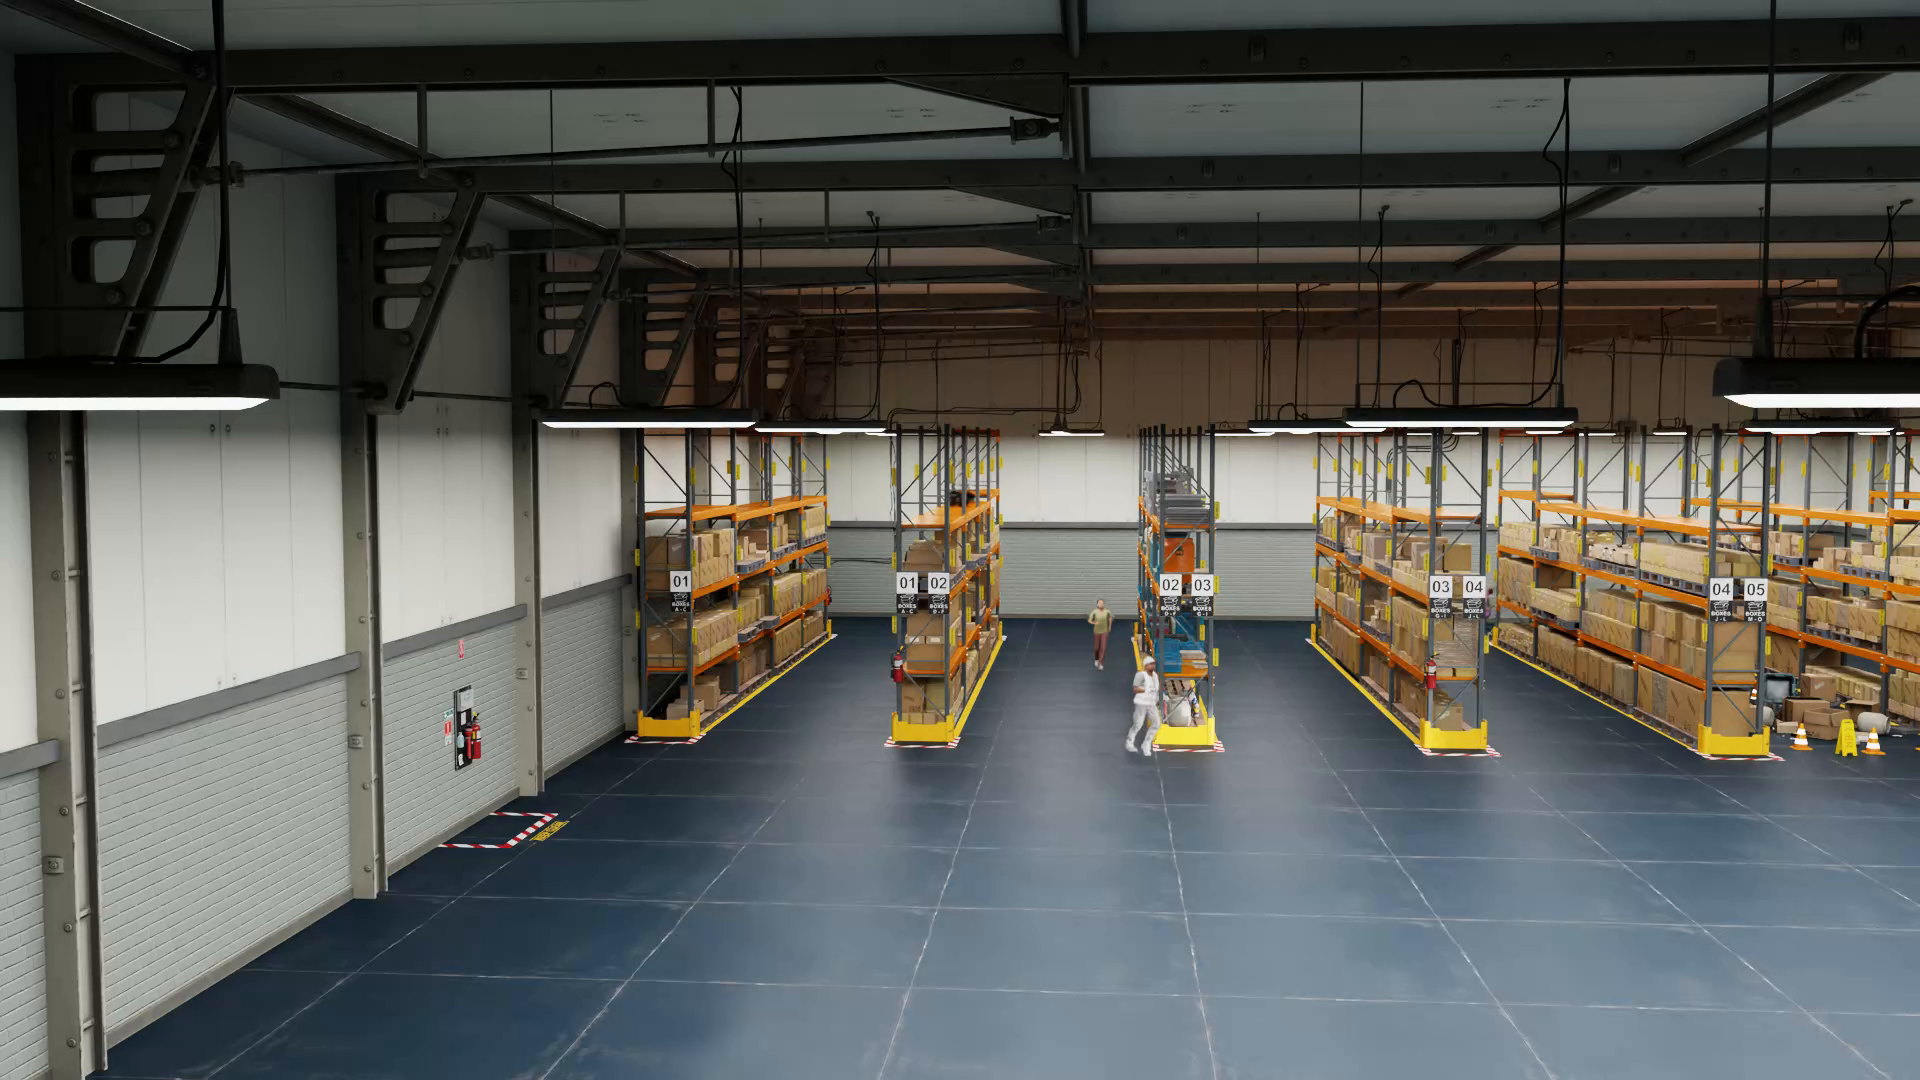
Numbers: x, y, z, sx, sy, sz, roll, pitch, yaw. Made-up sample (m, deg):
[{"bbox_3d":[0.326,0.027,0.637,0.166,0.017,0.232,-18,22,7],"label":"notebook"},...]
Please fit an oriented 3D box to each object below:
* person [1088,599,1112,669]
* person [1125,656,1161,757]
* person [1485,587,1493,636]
[{"bbox_3d":[3.337,2.207,39.436,0.591,1.650,0.728,0,3,-2],"label":"person"},{"bbox_3d":[3.389,3.018,30.111,0.678,1.820,0.728,-3,4,-36],"label":"person"},{"bbox_3d":[14.994,2.097,47.530,0.537,1.515,0.627,0,4,7],"label":"person"}]
